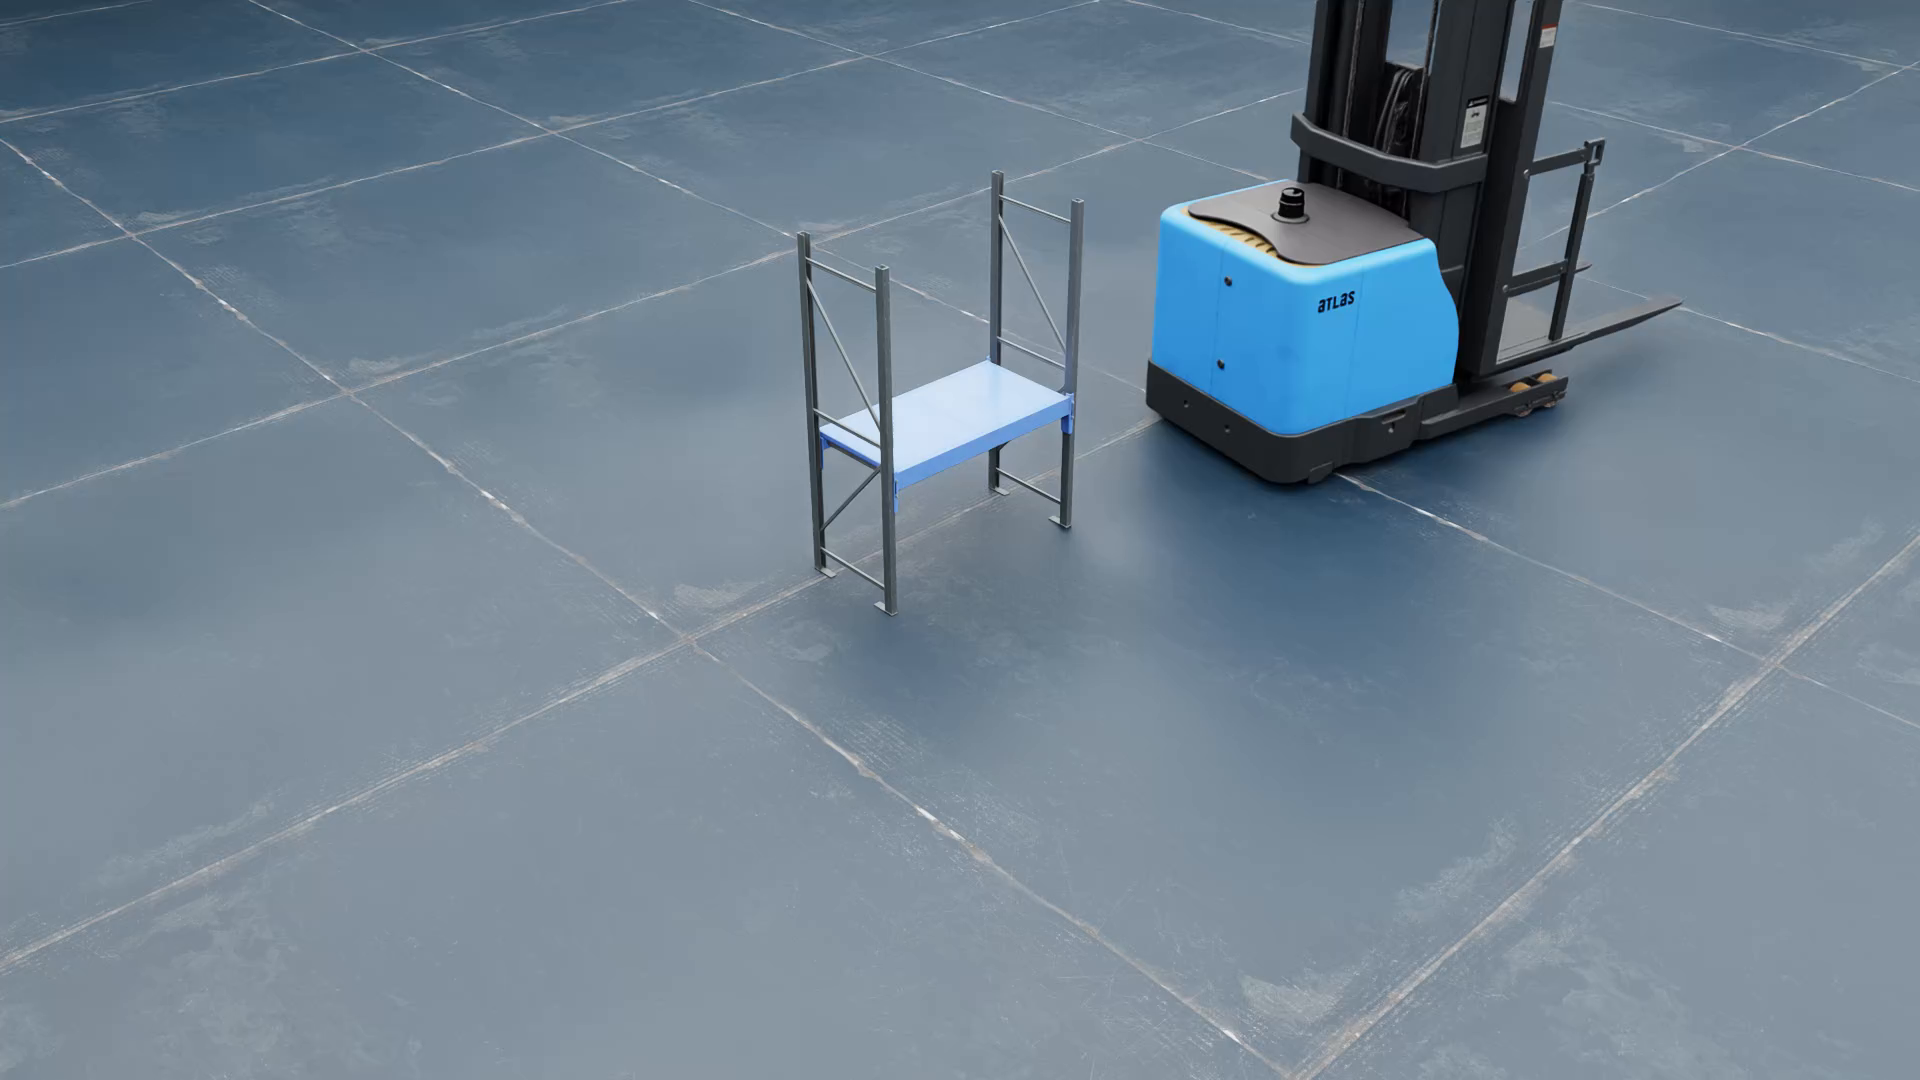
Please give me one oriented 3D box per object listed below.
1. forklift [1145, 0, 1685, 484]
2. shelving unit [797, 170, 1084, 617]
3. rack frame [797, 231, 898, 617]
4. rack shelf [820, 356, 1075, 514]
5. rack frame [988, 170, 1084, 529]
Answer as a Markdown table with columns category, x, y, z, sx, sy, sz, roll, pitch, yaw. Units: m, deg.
| category | x | y | z | sx | sy | sz | roll | pitch | yaw |
| --- | --- | --- | --- | --- | --- | --- | --- | --- | --- |
| forklift | 2.437 | -2.076 | 7.836 | 3.031 | 2.935 | 1.130 | -18 | 36 | -27 |
| shelving unit | -0.063 | -0.610 | 6.809 | 1.048 | 1.500 | 0.538 | -26 | 40 | -35 |
| rack frame | -0.435 | -0.429 | 6.514 | 0.032 | 1.500 | 0.500 | -26 | 40 | -35 |
| rack shelf | -0.063 | -0.456 | 6.903 | 1.000 | 0.185 | 0.538 | -26 | 40 | -35 |
| rack frame | 0.310 | -0.790 | 7.104 | 0.032 | 1.500 | 0.500 | -26 | 40 | -35 |
